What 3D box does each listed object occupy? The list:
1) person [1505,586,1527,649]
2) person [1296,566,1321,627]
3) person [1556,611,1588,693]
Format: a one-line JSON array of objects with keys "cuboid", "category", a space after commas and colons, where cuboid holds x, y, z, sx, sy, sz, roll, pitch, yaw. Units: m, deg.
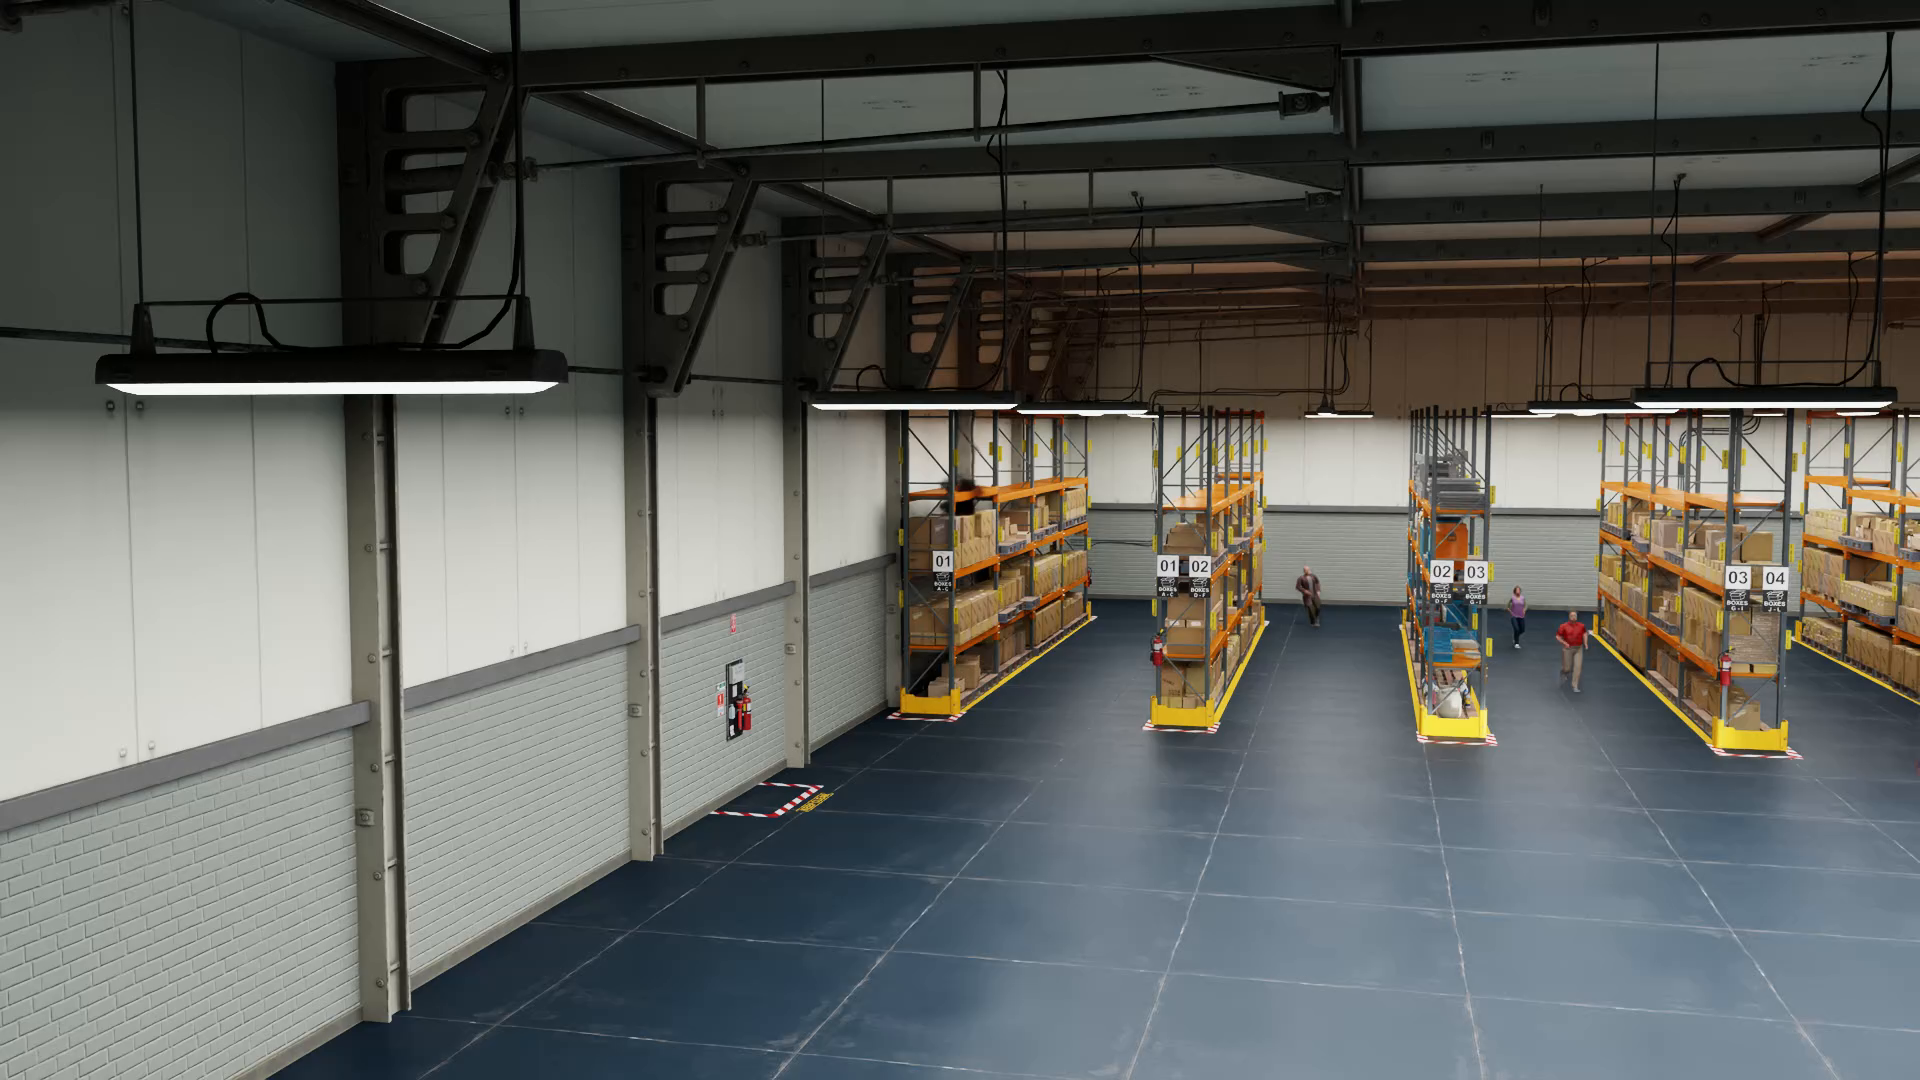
[{"cuboid": [14.030, 1.940, 41.939, 0.537, 1.549, 0.582, 0, 4, 3], "category": "person"}, {"cuboid": [9.684, 1.607, 46.133, 0.744, 1.618, 0.571, -1, 4, -7], "category": "person"}, {"cuboid": [13.004, 2.352, 35.269, 0.678, 1.692, 0.917, 0, 4, 6], "category": "person"}]
